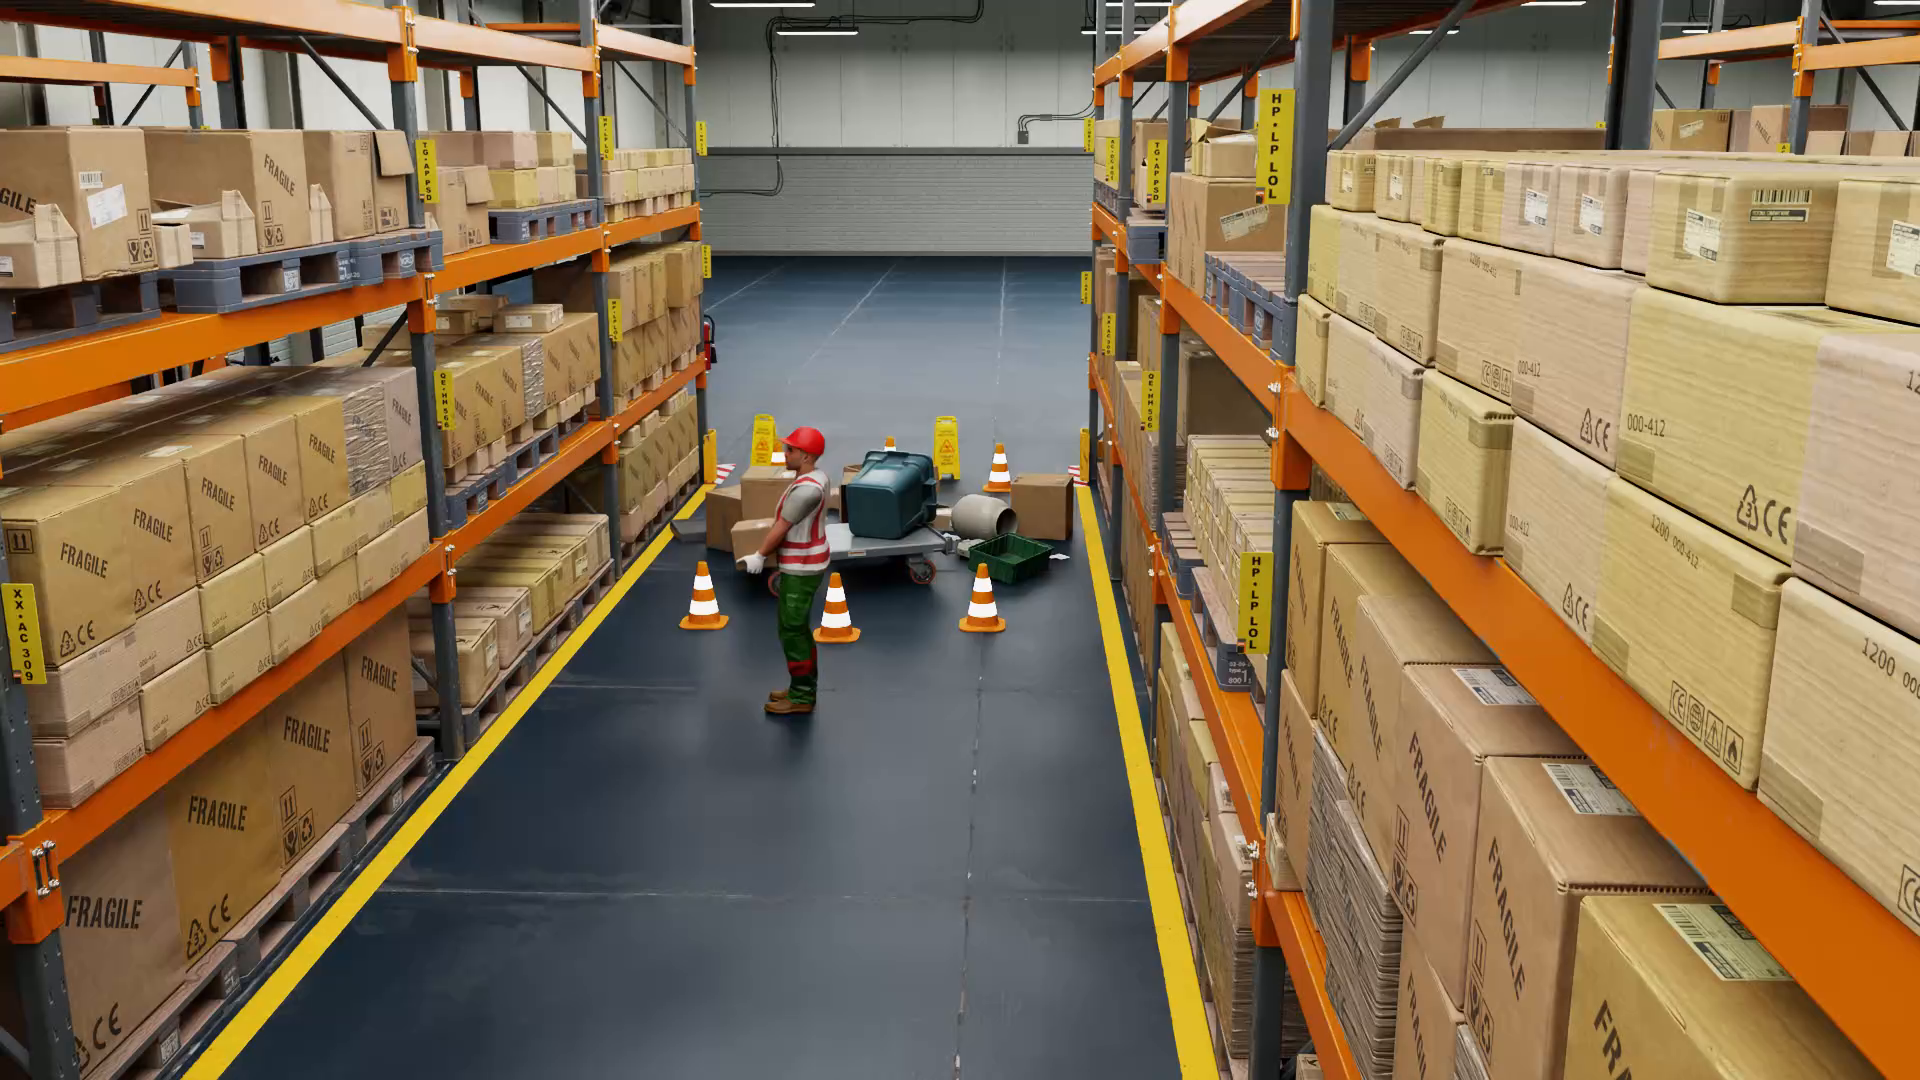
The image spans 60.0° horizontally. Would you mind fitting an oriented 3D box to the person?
[{"bbox_3d":[-1.075,0.179,10.218,0.561,1.785,0.473,1,14,2],"label":"person"}]
